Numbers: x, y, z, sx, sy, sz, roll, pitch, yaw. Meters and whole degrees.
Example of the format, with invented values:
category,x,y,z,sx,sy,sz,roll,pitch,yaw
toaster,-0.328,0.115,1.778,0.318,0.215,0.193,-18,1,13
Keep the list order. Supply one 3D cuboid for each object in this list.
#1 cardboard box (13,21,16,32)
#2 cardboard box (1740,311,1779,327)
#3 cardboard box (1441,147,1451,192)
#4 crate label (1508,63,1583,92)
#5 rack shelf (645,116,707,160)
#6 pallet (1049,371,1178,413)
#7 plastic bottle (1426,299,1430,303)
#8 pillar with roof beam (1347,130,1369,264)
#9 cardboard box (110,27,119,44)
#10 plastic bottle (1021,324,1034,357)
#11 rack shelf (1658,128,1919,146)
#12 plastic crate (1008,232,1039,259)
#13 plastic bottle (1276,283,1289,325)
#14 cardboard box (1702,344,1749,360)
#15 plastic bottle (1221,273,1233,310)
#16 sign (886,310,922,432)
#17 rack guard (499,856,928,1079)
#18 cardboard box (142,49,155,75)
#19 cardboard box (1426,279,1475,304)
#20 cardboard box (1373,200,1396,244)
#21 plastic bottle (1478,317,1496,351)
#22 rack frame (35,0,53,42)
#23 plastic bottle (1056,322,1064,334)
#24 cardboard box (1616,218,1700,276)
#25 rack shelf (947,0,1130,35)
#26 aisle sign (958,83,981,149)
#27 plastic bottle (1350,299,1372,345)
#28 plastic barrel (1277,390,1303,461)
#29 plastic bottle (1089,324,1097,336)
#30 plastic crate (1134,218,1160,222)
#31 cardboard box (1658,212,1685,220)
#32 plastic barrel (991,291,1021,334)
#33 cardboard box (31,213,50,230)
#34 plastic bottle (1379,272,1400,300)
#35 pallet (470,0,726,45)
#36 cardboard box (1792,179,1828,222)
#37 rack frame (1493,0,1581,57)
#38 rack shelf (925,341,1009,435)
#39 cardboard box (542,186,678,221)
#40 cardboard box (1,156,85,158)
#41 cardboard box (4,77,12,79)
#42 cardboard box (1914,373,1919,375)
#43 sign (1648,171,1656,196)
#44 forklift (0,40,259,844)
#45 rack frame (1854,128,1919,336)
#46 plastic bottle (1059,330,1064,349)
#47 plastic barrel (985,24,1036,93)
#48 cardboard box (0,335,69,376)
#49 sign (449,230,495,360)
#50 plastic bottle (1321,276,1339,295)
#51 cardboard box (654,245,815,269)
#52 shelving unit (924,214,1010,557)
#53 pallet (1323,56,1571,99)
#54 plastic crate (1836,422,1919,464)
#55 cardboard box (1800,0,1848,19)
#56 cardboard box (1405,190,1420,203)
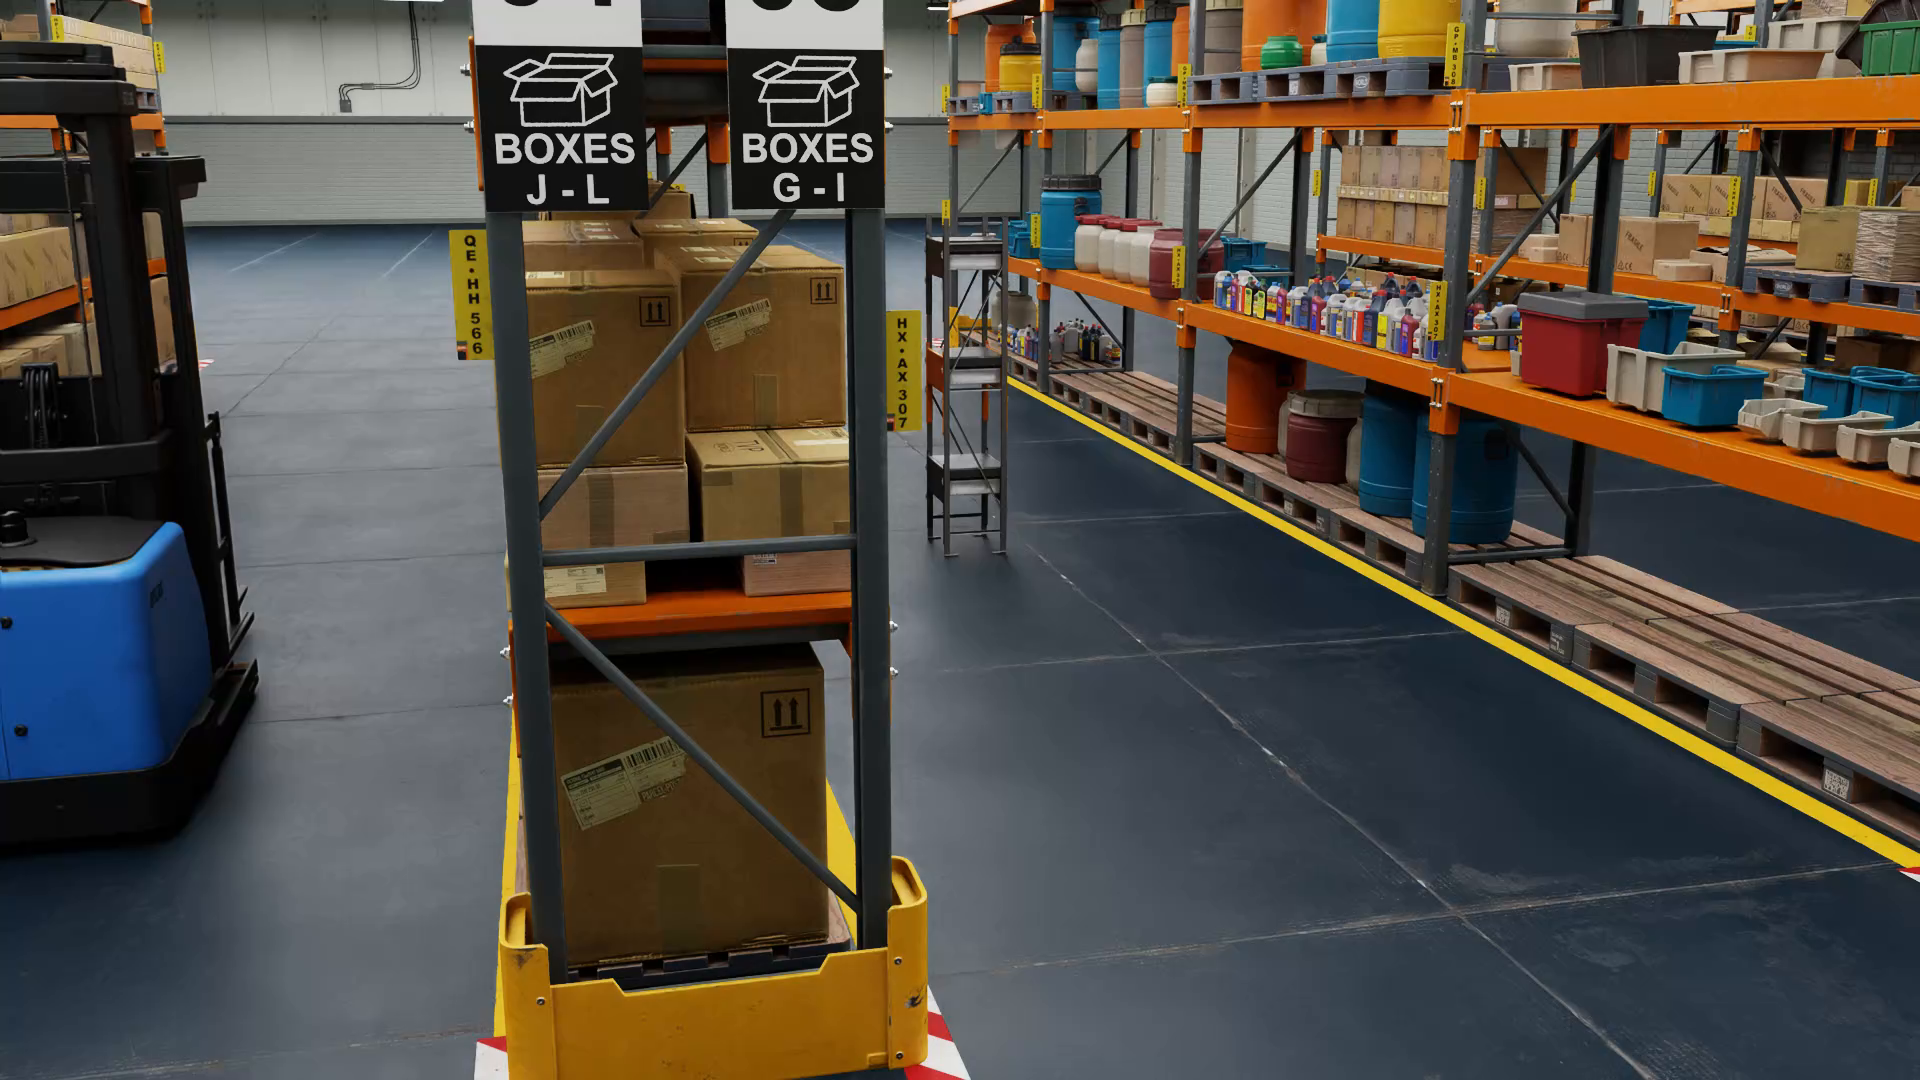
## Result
category,x,y,z,sx,sy,sz,roll,pitch,yaw
cardboard box,-8.992,-4.756,15.509,0.380,0.149,0.250,-3,14,-13
cardboard box,10.325,-3.017,21.294,0.700,0.500,0.500,-4,14,-17
cardboard box,5.887,-4.183,18.784,0.700,0.500,0.500,-3,14,-13
crate label,3.015,-2.365,8.522,0.293,0.136,0.466,-3,14,-13
rack shelf,-2.103,-2.458,9.863,1.077,0.370,4.000,-3,14,-13
pallet,1.524,-1.477,16.527,1.003,0.211,1.213,-3,14,-13
plastic bottle,3.171,-1.500,11.007,0.152,0.276,0.135,-3,14,-13
pillar with roof beam,3.995,-9.815,32.139,9.100,9.000,0.400,-3,14,-13
cardboard box,-8.530,-4.968,16.376,0.380,0.149,0.250,-3,14,-13
plastic bottle,0.750,-2.189,18.219,0.144,0.351,0.185,-3,14,-14
rack shelf,10.462,-5.132,20.807,1.077,0.370,4.000,-3,14,-13
plastic crate,0.778,-3.178,17.929,0.499,0.251,0.616,-3,14,-13
plastic bottle,2.256,-1.644,11.582,0.061,0.283,0.133,-3,14,-13
cardboard box,6.695,-1.611,14.927,0.500,0.311,0.500,-3,14,-12
plastic bottle,2.030,-1.879,12.569,0.097,0.271,0.097,0,14,0
sign,-0.153,-0.455,4.476,0.100,0.325,0.005,-3,14,-13
rack guard,-0.688,1.254,4.742,1.175,0.500,0.348,-3,14,-13
cardboard box,-8.910,-5.088,17.706,0.500,0.250,0.500,-3,14,-12
cardboard box,5.690,-2.729,19.106,0.500,0.500,0.500,-3,14,-13
cardboard box,5.515,-3.913,20.412,0.700,0.500,0.500,-3,14,-13
plastic bottle,3.240,-1.270,10.222,0.097,0.201,0.097,0,14,0
rack frame,-8.357,-5.395,14.051,1.000,3.000,0.127,-3,14,-13
plastic bottle,1.149,-2.362,19.073,0.061,0.283,0.133,-3,14,-13
cardboard box,6.647,-2.798,15.847,0.500,0.500,0.500,-4,14,-16
rack shelf,0.832,-5.842,18.238,1.077,0.370,4.000,-3,14,-13
aisle sign,0.061,-5.196,20.398,0.394,0.787,0.004,-3,14,-13
plastic bottle,2.570,-1.378,10.509,0.152,0.276,0.135,-3,14,-13
plastic barrel,2.592,-0.846,12.426,0.421,0.512,0.421,0,14,0
plastic bottle,1.472,-2.190,18.226,0.144,0.351,0.185,-4,14,-16
plastic crate,1.713,-2.947,16.534,0.402,0.464,0.583,-3,14,-13
cardboard box,9.799,-4.292,22.448,0.500,0.250,0.500,-4,14,-15
plastic barrel,0.591,-2.781,20.347,0.421,0.512,0.421,0,14,0
cardboard box,-8.235,-2.901,14.165,0.700,0.500,0.500,-4,14,-14
plastic bottle,3.016,-1.691,11.634,0.144,0.351,0.185,-3,14,-13
pallet,-0.878,-1.551,4.820,1.003,0.211,1.213,-3,14,-13
cardboard box,10.398,-4.070,19.961,0.500,0.500,0.500,-3,14,-14
rack frame,6.118,-6.200,17.343,1.000,3.000,0.127,-3,14,-13
rack shelf,0.039,-0.969,10.525,0.431,0.518,0.480,-3,14,-13
cardboard box,-1.941,-1.731,9.366,0.797,0.503,0.637,-3,14,-13
cardboard box,-8.653,-3.286,15.466,0.875,0.550,0.550,-3,14,-13
cardboard box,-8.875,-4.253,15.127,0.380,0.149,0.250,-3,14,-12
cardboard box,7.626,-1.040,13.204,0.500,0.500,0.500,-4,14,-15
sign,9.465,-4.876,22.739,0.100,0.325,0.005,-3,14,-13
forklift,-3.817,-0.594,7.183,1.130,2.935,3.031,-3,14,-14
rack frame,10.932,-3.563,19.189,1.000,3.000,0.127,-3,14,-13
plastic bottle,1.168,-2.285,18.930,0.097,0.201,0.097,0,14,0
plastic barrel,0.600,-5.698,19.819,0.600,0.830,0.708,-3,14,-13
cardboard box,-7.901,-1.231,13.502,1.050,0.750,0.750,-3,14,-13
sign,-1.225,-0.616,4.191,0.100,0.325,0.005,-3,14,-13
plastic bottle,2.505,-1.628,11.376,0.144,0.351,0.185,-3,14,-13
cardboard box,-0.789,-0.762,5.836,0.500,0.500,0.500,-4,14,-15
shelving unit,0.039,-0.982,10.522,0.431,2.100,0.503,-3,14,-13
pallet,2.902,-2.706,9.759,1.213,0.211,1.003,-3,14,-13
plastic crate,3.699,-0.389,6.627,0.396,0.136,0.243,-3,14,-13
cardboard box,7.153,-4.253,13.378,0.500,0.500,0.500,-3,14,-13
cardboard box,5.484,-4.054,19.624,0.380,0.149,0.250,-3,14,-11
